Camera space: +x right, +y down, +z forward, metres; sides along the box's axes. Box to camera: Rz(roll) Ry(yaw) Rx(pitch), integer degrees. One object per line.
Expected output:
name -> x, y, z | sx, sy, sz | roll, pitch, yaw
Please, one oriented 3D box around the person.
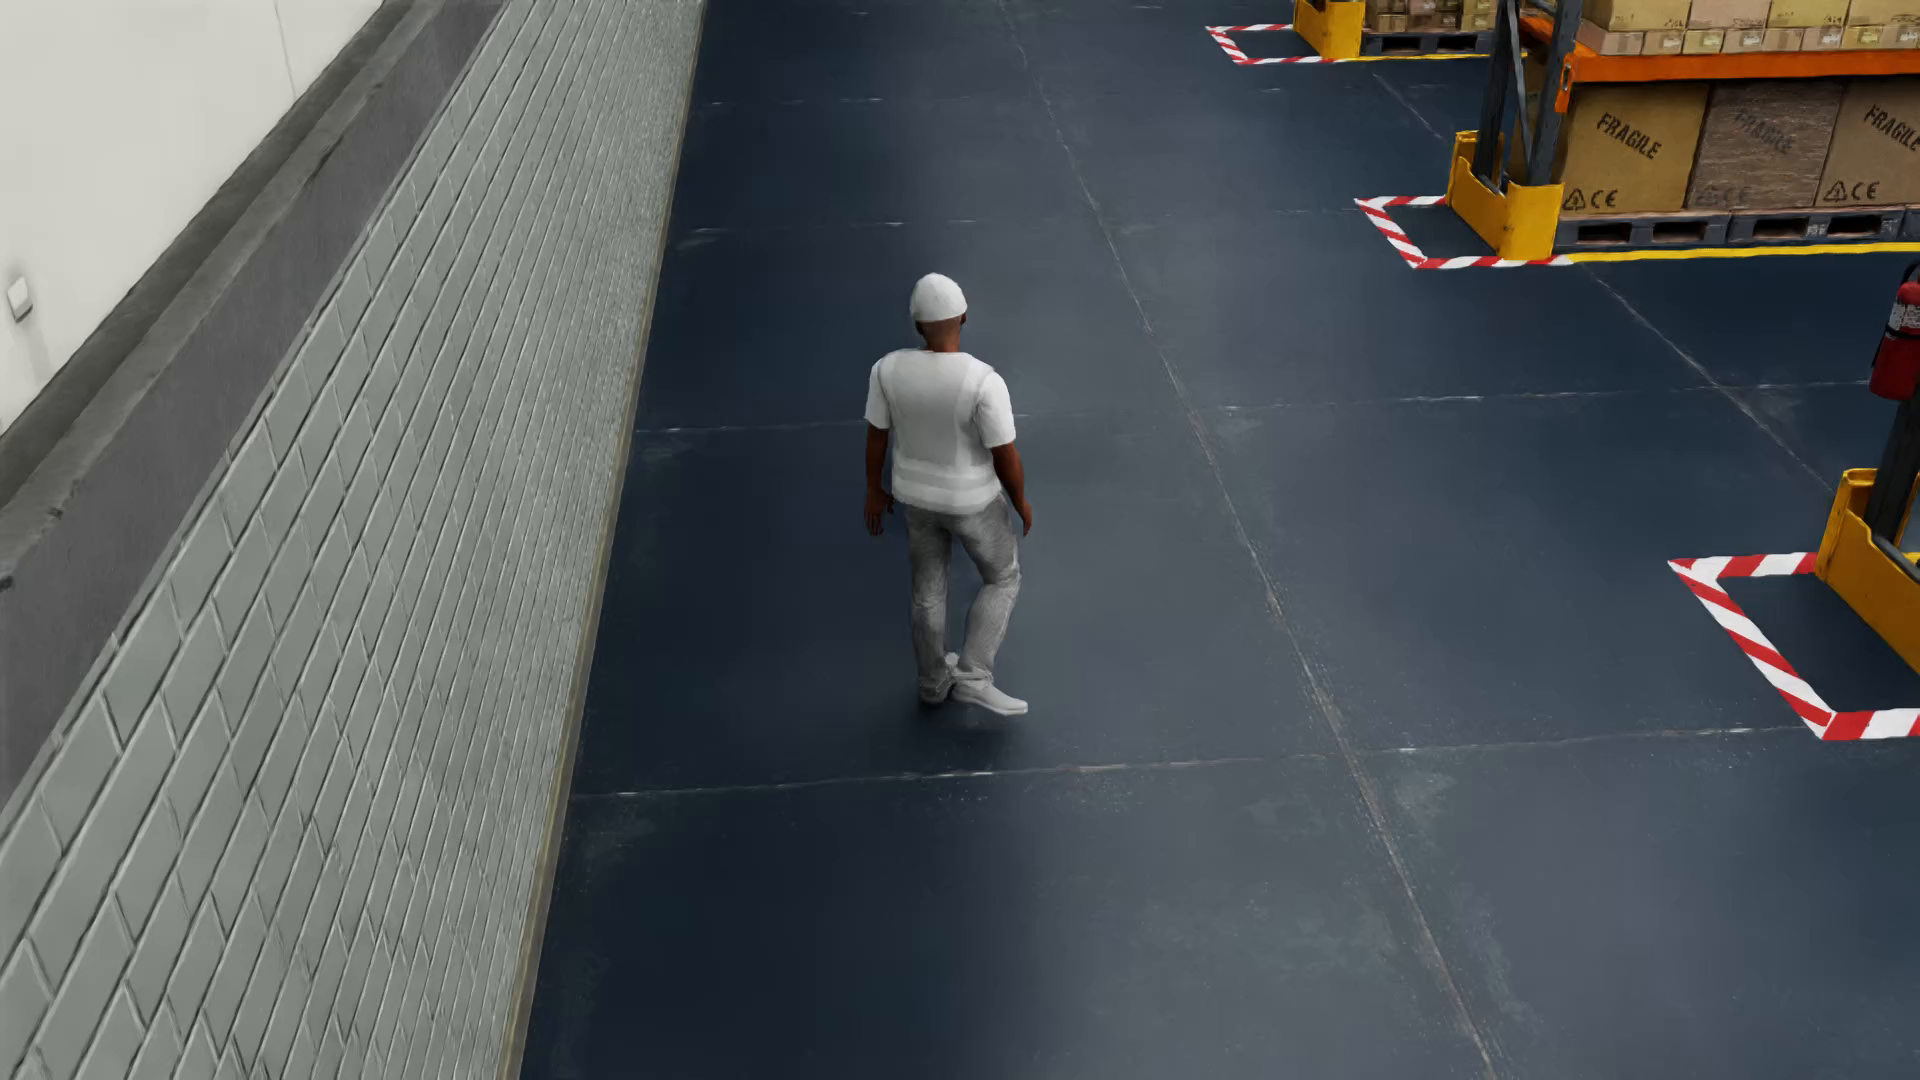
person -> -0.025, -0.140, 6.307 | 0.730, 1.762, 0.452 | 14, 34, 22
